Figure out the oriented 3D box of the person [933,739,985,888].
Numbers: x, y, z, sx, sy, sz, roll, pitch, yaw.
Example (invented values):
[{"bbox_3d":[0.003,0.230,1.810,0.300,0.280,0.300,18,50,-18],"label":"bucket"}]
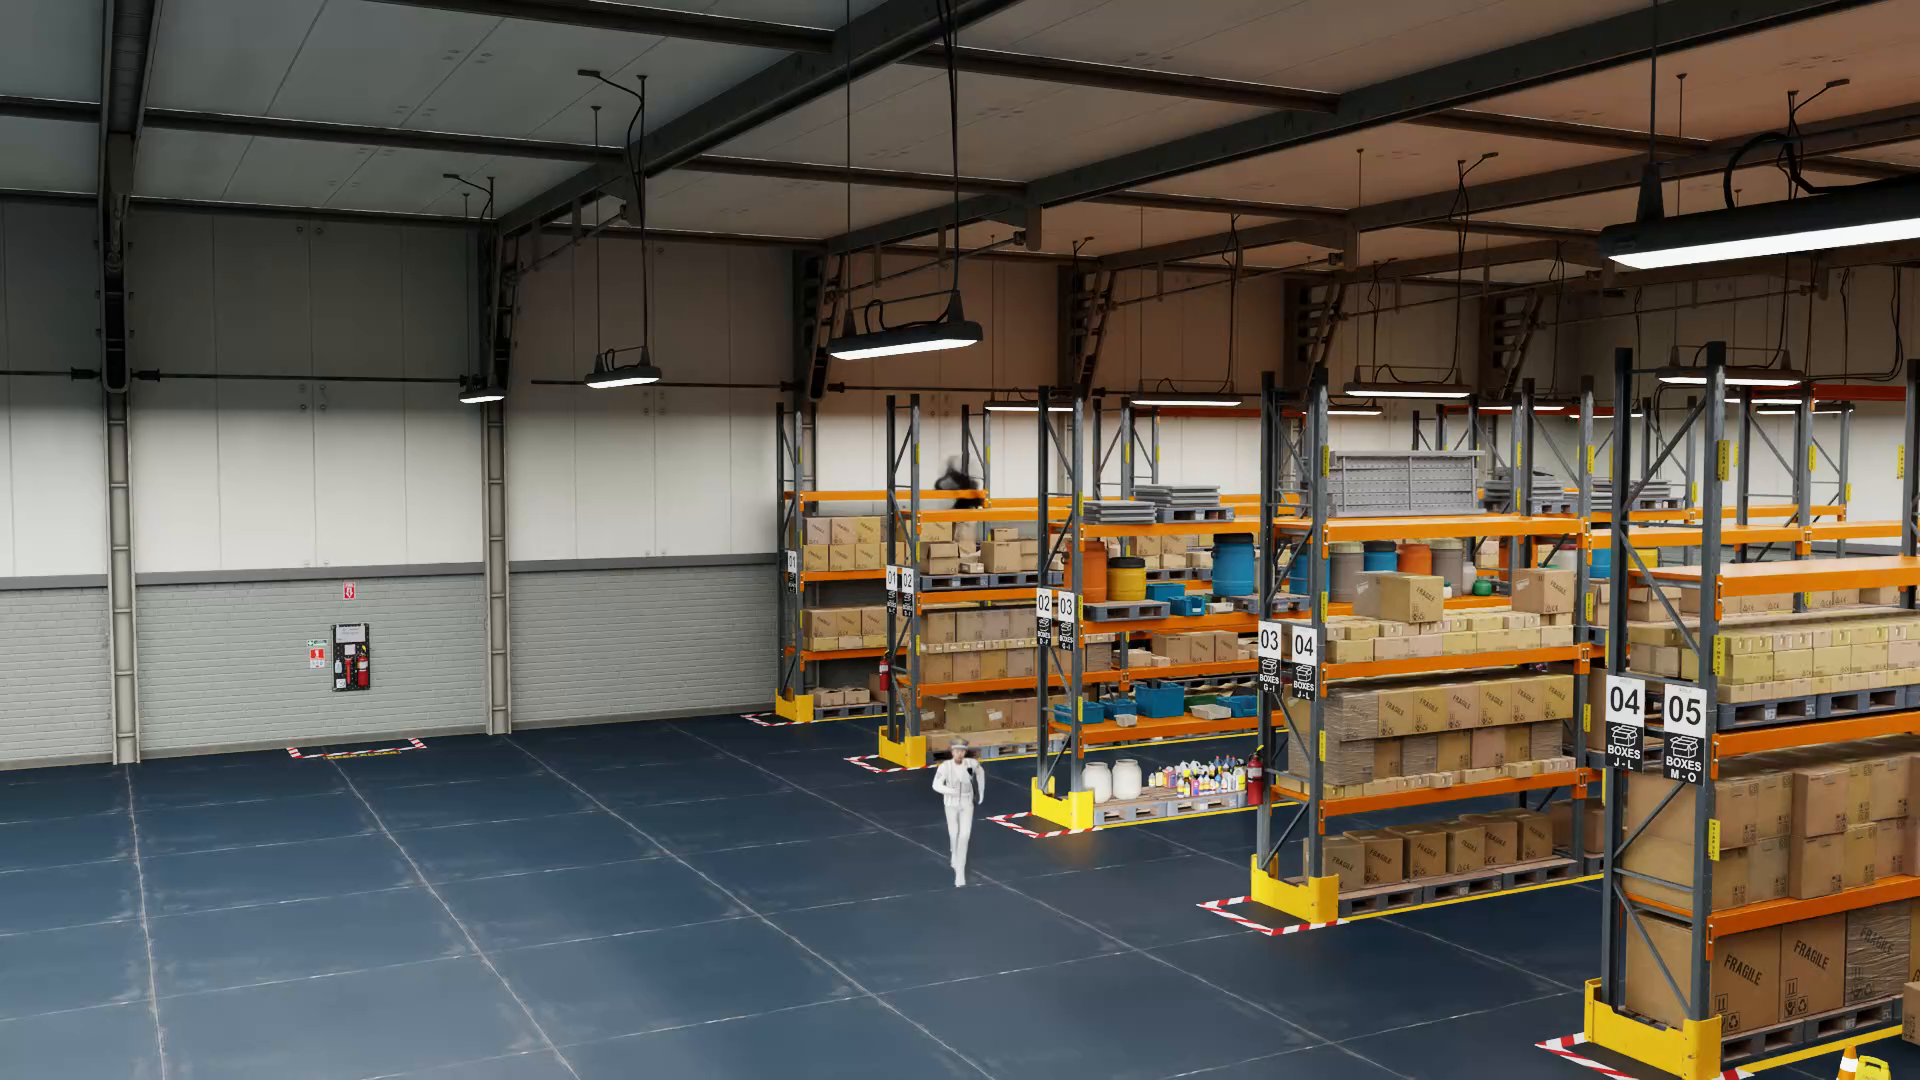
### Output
[{"bbox_3d":[-0.014,3.203,19.883,0.638,1.721,0.920,0,3,-4],"label":"person"}]
